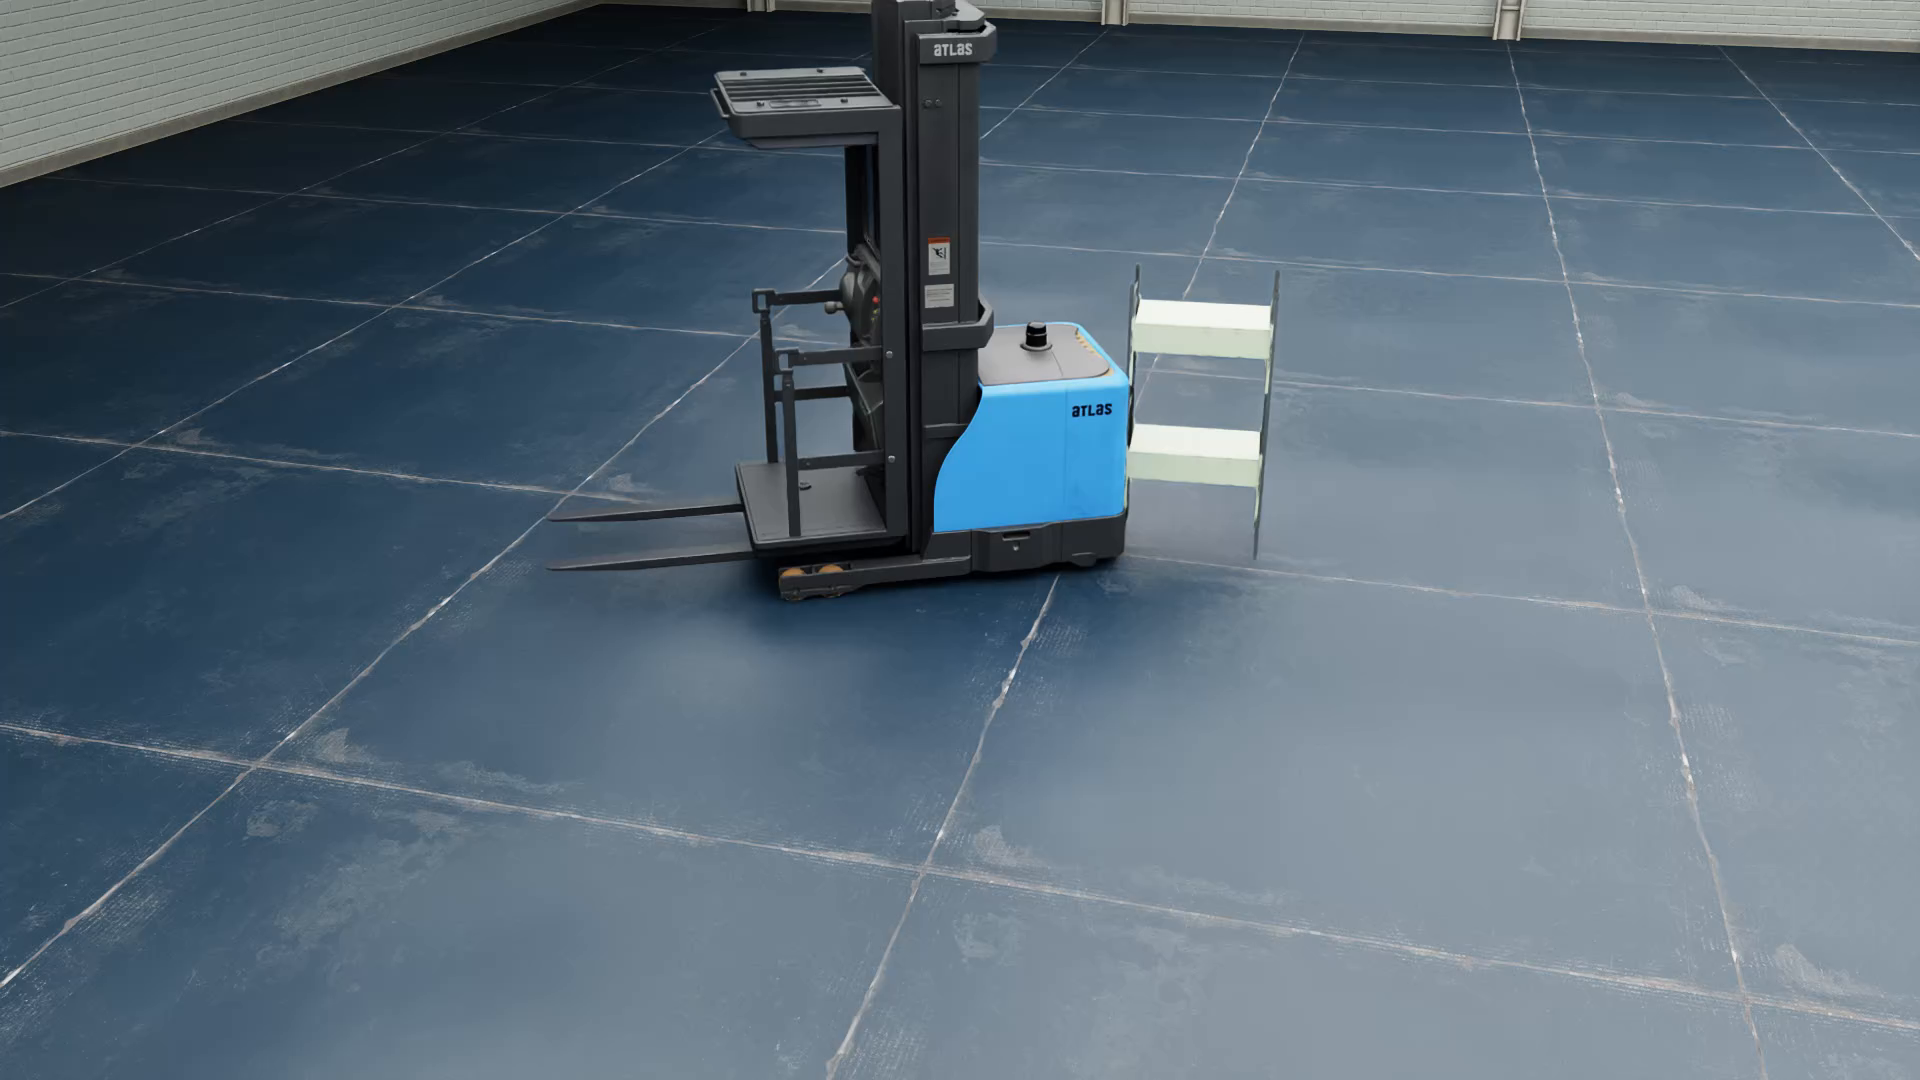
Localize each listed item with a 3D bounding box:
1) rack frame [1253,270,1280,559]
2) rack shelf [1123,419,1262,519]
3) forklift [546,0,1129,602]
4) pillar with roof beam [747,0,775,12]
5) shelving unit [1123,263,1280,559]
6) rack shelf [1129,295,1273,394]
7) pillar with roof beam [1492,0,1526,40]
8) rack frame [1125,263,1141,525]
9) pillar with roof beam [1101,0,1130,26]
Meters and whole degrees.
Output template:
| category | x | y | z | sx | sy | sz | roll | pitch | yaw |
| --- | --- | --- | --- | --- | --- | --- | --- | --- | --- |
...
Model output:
| category | x | y | z | sx | sy | sz | roll | pitch | yaw |
| --- | --- | --- | --- | --- | --- | --- | --- | --- | --- |
| rack frame | 1.637 | -0.659 | 8.889 | 0.023 | 1.500 | 0.400 | 4 | 26 | 9 |
| rack shelf | 1.277 | -0.392 | 9.087 | 0.720 | 0.370 | 0.431 | 4 | 26 | 9 |
| forklift | -0.687 | -1.254 | 8.475 | 3.031 | 2.935 | 1.130 | -5 | 26 | -11 |
| pillar with roof beam | -4.406 | -11.171 | 22.246 | 0.400 | 9.000 | 9.100 | 6 | 26 | 13 |
| shelving unit | 1.277 | -0.686 | 8.946 | 0.755 | 1.500 | 0.431 | 4 | 26 | 9 |
| rack shelf | 1.277 | -1.039 | 8.779 | 0.720 | 0.370 | 0.431 | 4 | 26 | 9 |
| pillar with roof beam | 7.216 | -9.886 | 19.547 | 0.400 | 9.000 | 9.100 | 6 | 26 | 13 |
| rack frame | 0.916 | -0.713 | 9.004 | 0.023 | 1.500 | 0.400 | 4 | 26 | 9 |
| pillar with roof beam | 1.405 | -10.529 | 20.896 | 0.400 | 9.000 | 9.100 | 6 | 26 | 13 |
